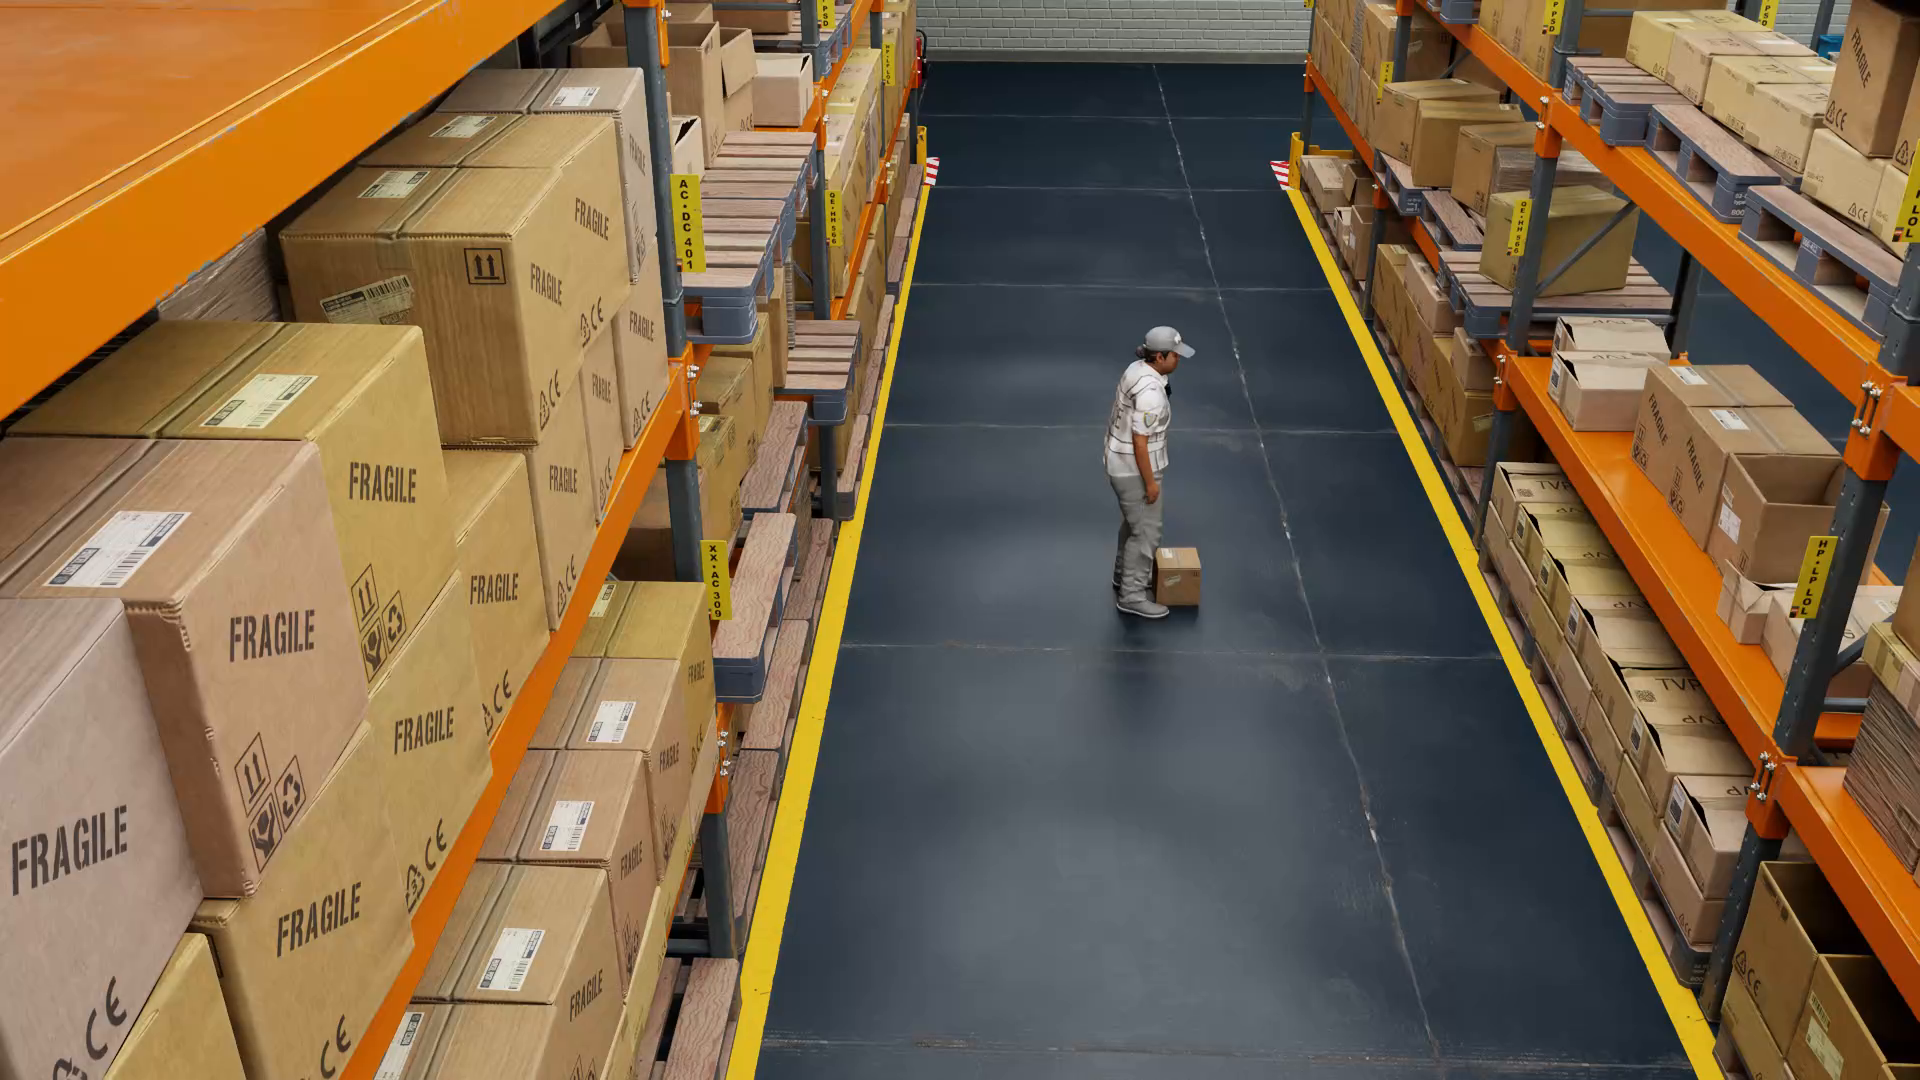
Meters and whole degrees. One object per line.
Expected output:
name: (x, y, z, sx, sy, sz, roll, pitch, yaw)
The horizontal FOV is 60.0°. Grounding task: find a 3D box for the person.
person: (1.045, -0.407, 9.375, 0.468, 1.666, 0.541, 1, 28, 2)
